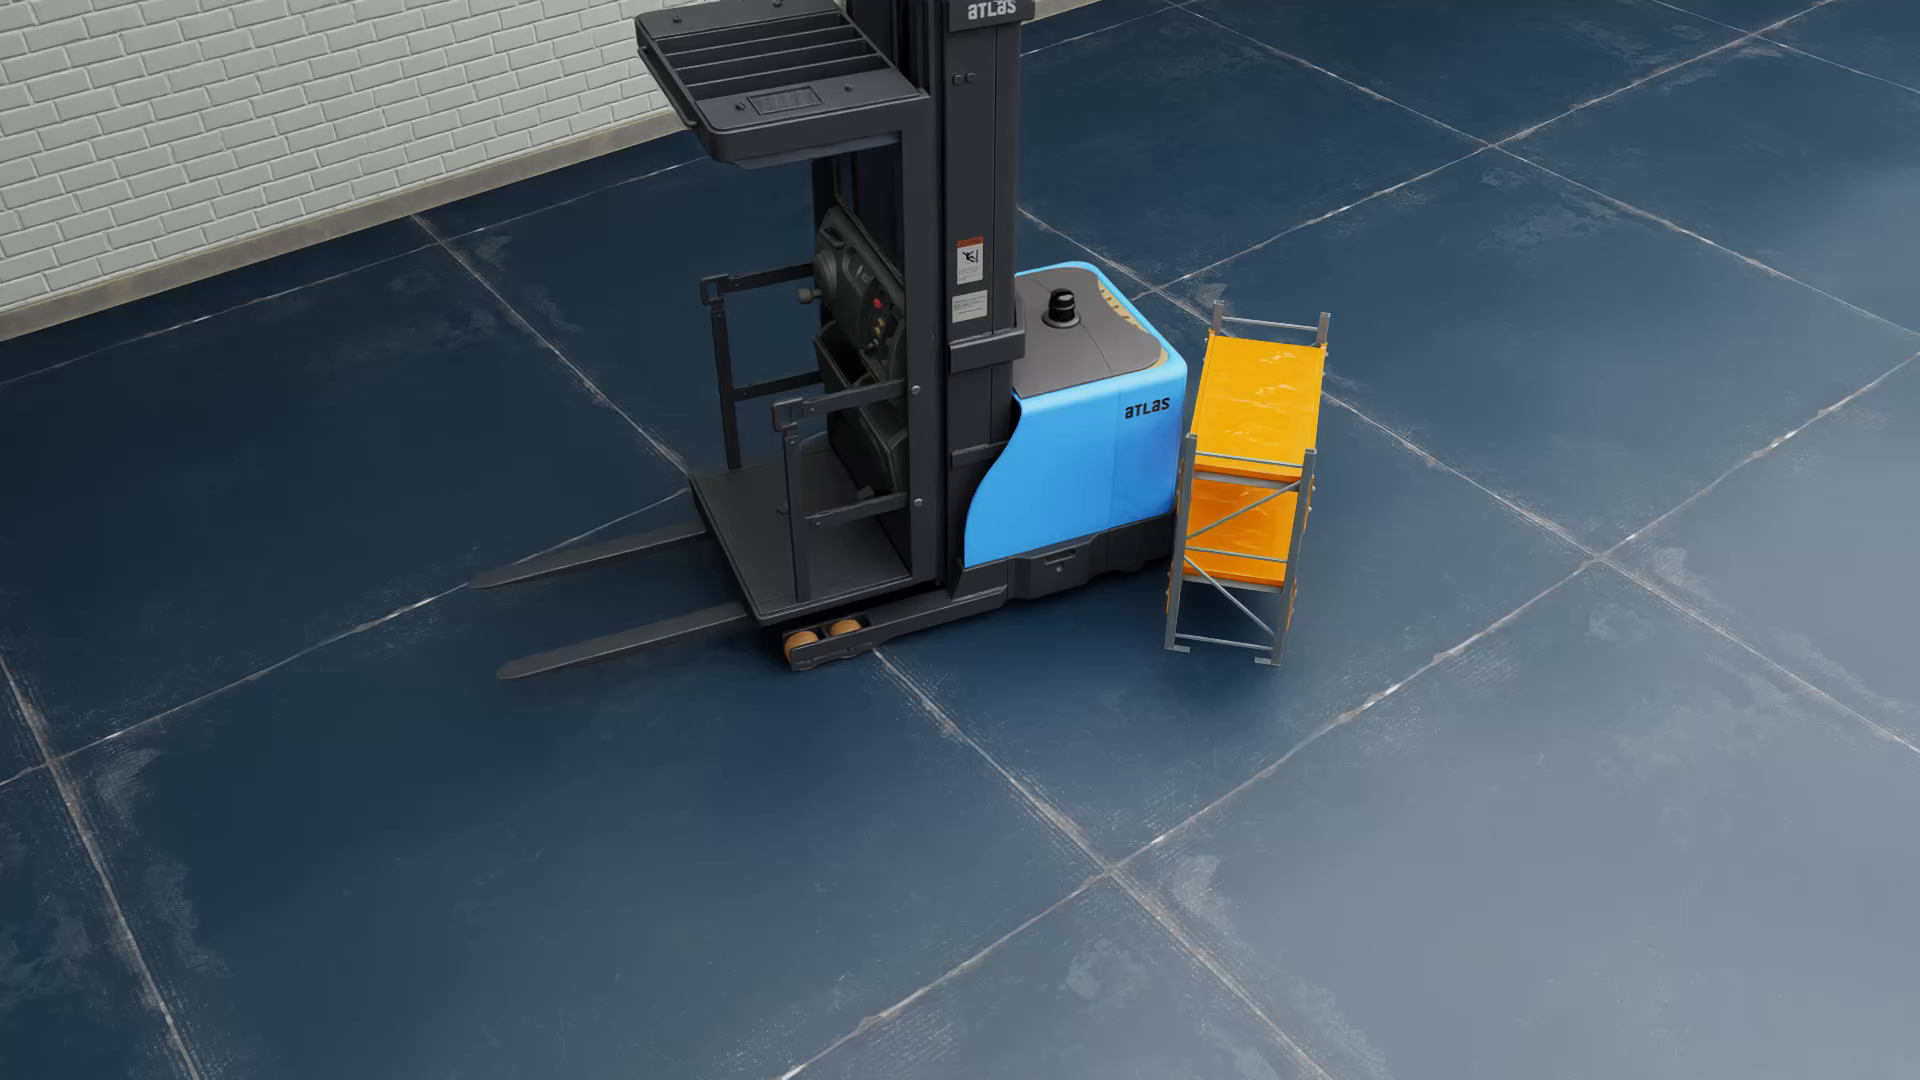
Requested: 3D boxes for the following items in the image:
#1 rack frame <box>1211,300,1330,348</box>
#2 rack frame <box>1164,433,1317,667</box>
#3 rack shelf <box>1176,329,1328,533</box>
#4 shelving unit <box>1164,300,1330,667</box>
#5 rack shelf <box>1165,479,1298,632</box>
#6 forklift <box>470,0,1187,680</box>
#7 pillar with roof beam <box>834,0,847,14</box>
[{"bbox_3d":[1.349,-0.568,7.555,0.500,1.125,0.032,8,40,10],"label":"rack frame"},{"bbox_3d":[1.126,0.061,6.788,0.500,1.125,0.032,8,40,10],"label":"rack frame"},{"bbox_3d":[1.238,-0.479,6.986,0.538,0.278,1.000,8,40,10],"label":"rack shelf"},{"bbox_3d":[1.238,-0.253,7.172,0.538,1.125,1.048,8,40,10],"label":"shelving unit"},{"bbox_3d":[1.238,-0.064,7.327,0.538,0.278,1.000,8,40,10],"label":"rack shelf"},{"bbox_3d":[-0.594,-0.962,6.612,3.031,2.935,1.130,-15,42,-17],"label":"forklift"},{"bbox_3d":[1.712,-4.406,6.026,0.400,9.000,9.100,-26,46,-28],"label":"pillar with roof beam"}]
